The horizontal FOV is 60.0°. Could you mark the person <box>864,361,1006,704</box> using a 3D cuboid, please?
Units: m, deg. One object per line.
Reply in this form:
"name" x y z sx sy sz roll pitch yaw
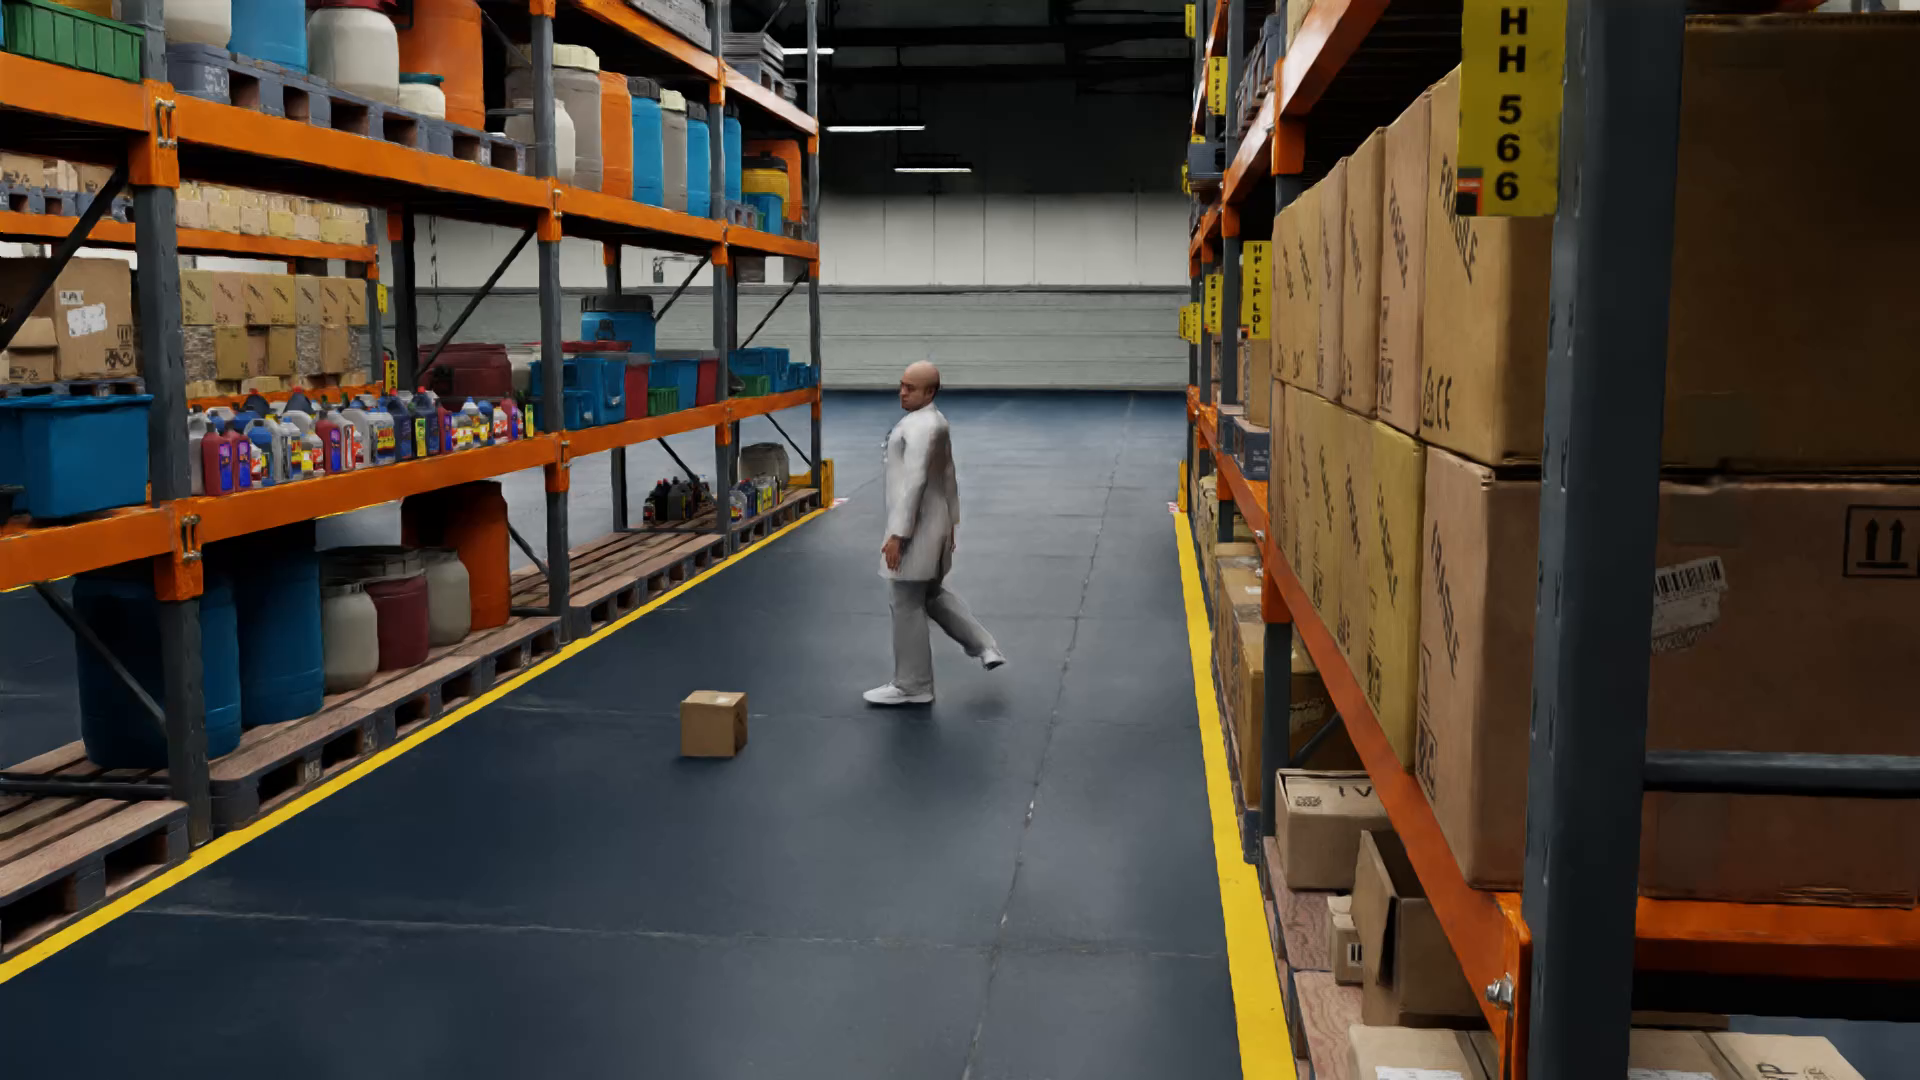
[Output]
"person" -0.132 -0.044 8.676 0.666 1.775 0.787 2 8 11
